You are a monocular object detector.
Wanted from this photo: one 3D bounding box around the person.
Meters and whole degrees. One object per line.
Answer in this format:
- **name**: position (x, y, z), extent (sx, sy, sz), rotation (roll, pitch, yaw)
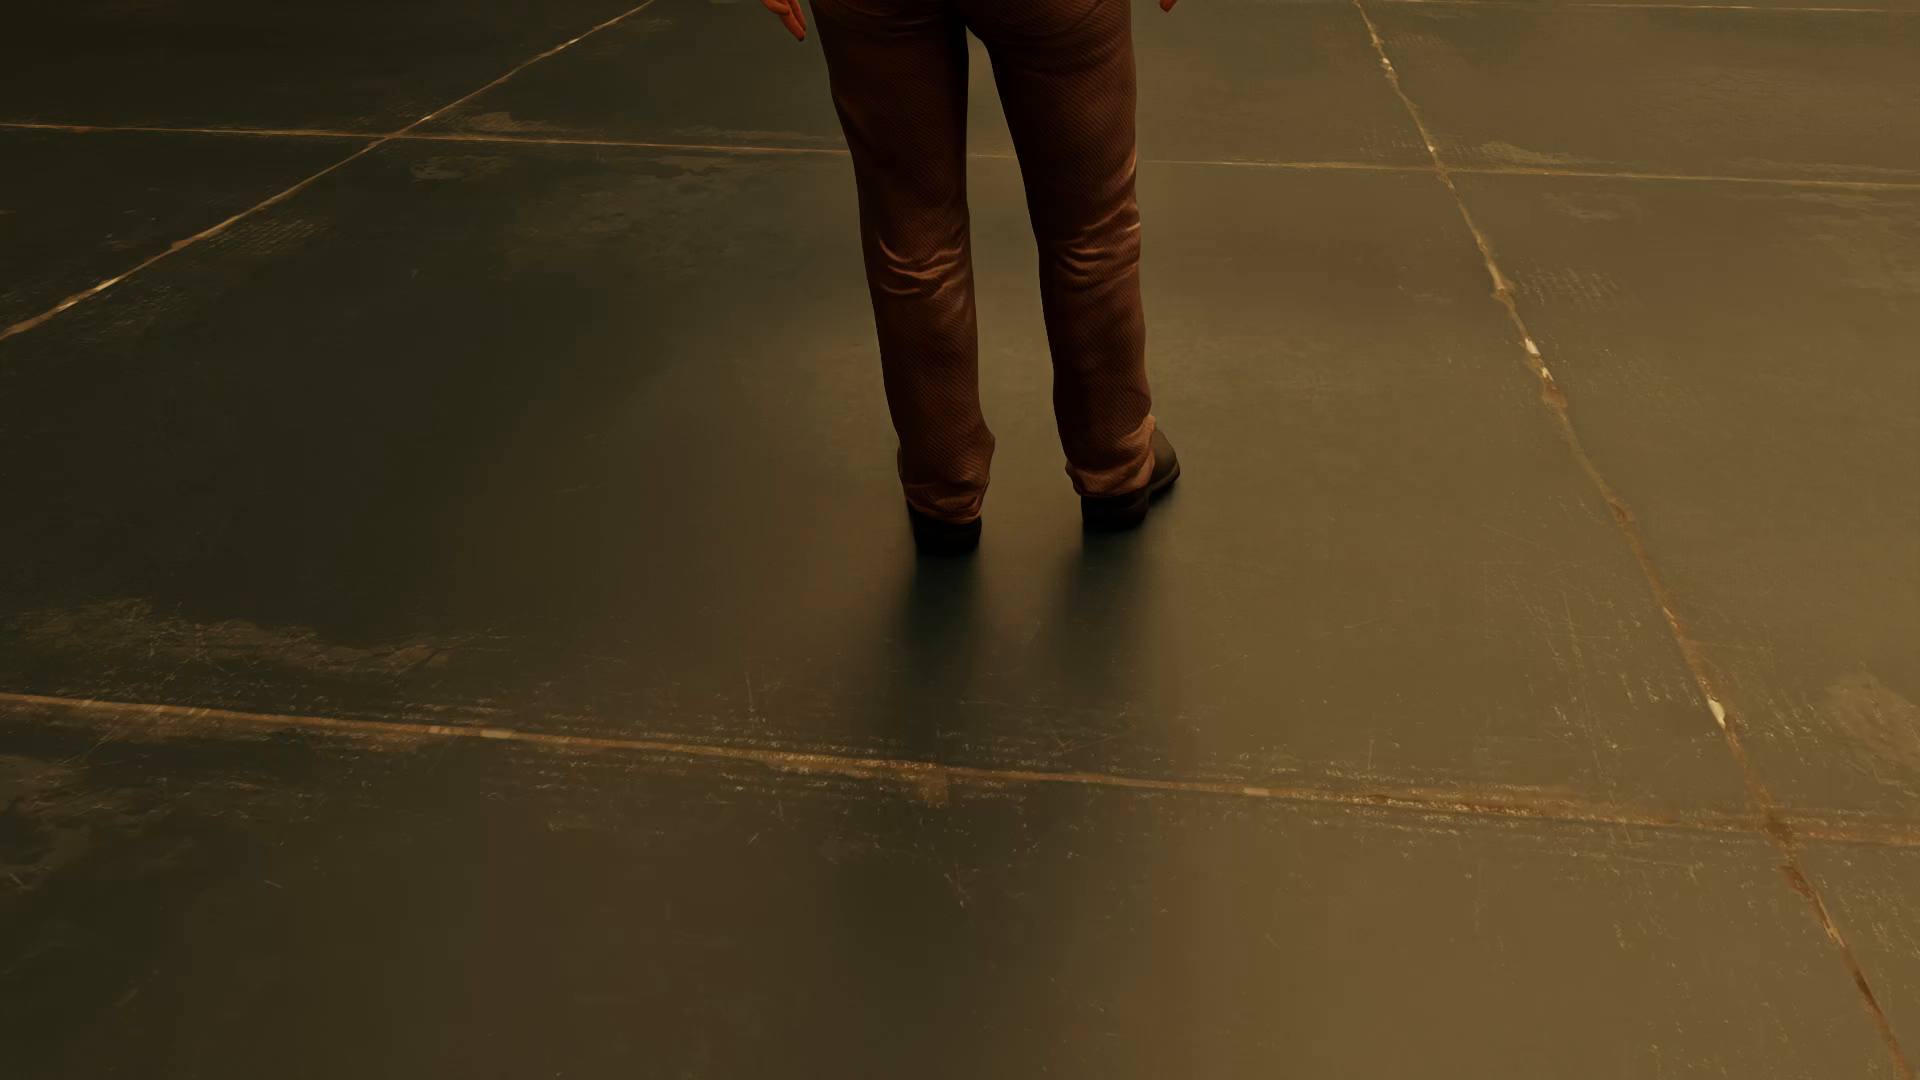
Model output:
- **person**: position (0.016, -0.804, 2.166), extent (0.632, 1.720, 0.568), rotation (3, 27, 7)
